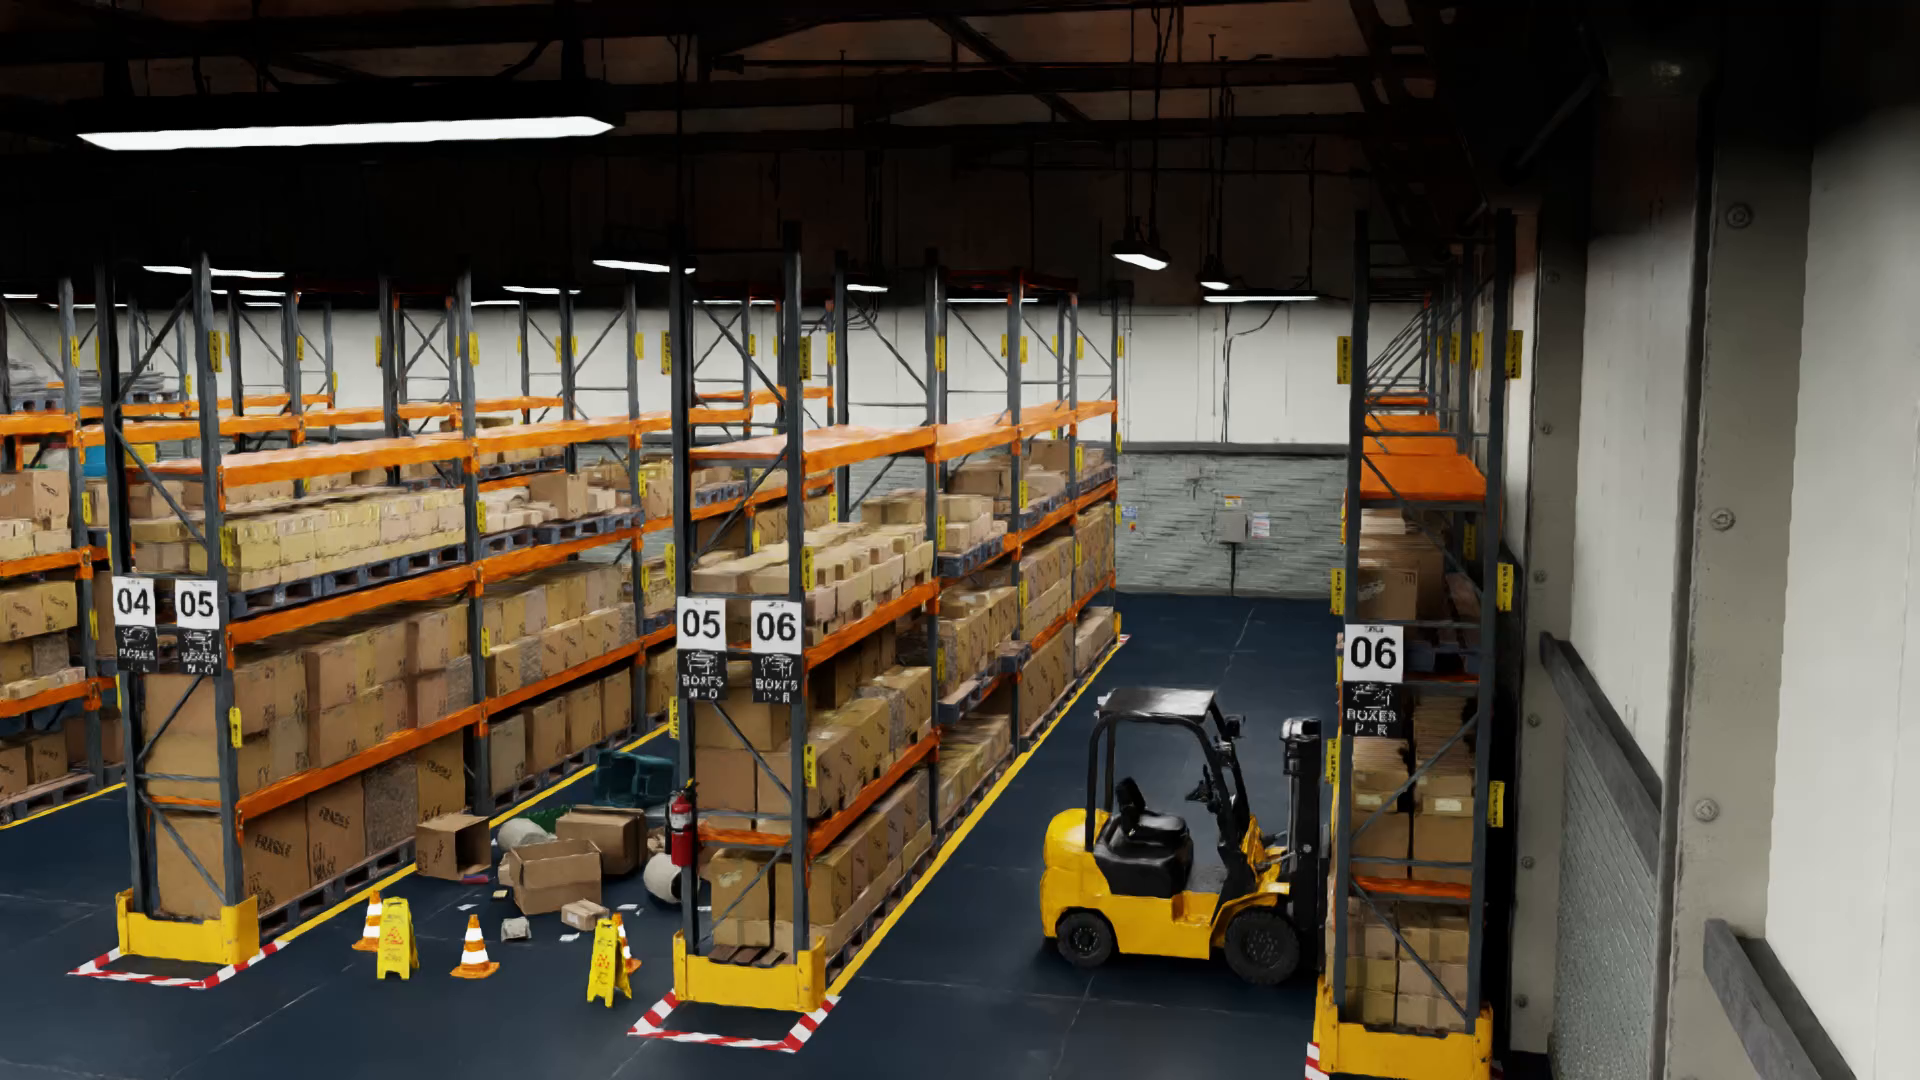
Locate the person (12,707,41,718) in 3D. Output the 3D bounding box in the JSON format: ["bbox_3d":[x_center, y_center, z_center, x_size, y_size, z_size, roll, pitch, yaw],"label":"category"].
[{"bbox_3d":[-12.784,1.551,22.676,0.568,1.708,1.035,1,7,5],"label":"person"}]
